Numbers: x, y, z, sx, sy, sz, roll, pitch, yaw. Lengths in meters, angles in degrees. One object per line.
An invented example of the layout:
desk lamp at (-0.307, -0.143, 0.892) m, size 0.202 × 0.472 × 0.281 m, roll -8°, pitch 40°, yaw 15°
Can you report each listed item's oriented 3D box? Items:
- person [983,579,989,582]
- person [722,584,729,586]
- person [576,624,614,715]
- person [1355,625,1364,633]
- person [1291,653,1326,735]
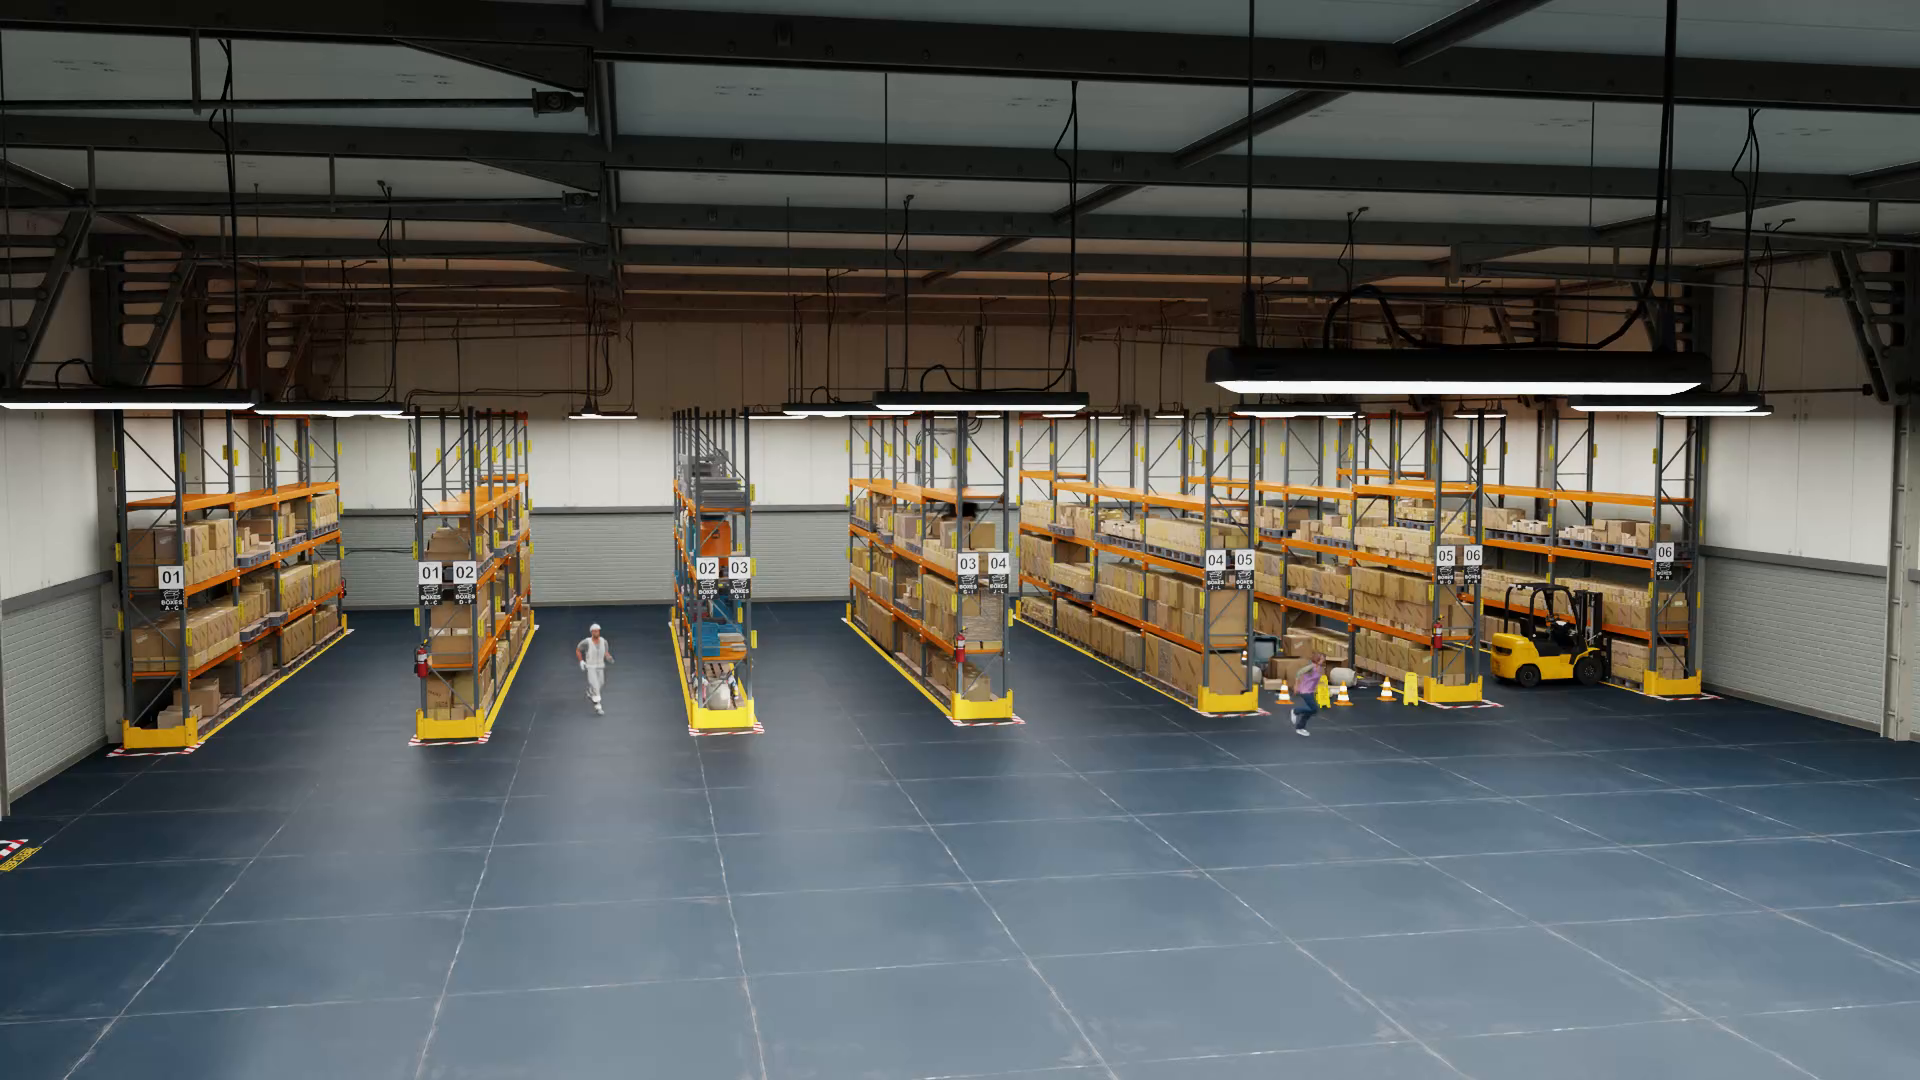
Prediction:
person at (0.843, 1.585, 46.744) m, size 0.616 × 1.658 × 0.556 m, roll -1°, pitch 4°, yaw -13°
person at (-6.740, 1.508, 47.746) m, size 0.632 × 1.665 × 0.699 m, roll 1°, pitch 4°, yaw 17°
person at (-7.232, 2.519, 32.736) m, size 0.636 × 1.766 × 0.908 m, roll -3°, pitch 5°, yaw -38°
person at (10.394, 1.797, 42.951) m, size 0.663 × 1.745 × 0.597 m, roll -1°, pitch 4°, yaw -15°
person at (6.384, 2.813, 30.431) m, size 0.669 × 1.531 × 0.527 m, roll 3°, pitch 5°, yaw 33°
